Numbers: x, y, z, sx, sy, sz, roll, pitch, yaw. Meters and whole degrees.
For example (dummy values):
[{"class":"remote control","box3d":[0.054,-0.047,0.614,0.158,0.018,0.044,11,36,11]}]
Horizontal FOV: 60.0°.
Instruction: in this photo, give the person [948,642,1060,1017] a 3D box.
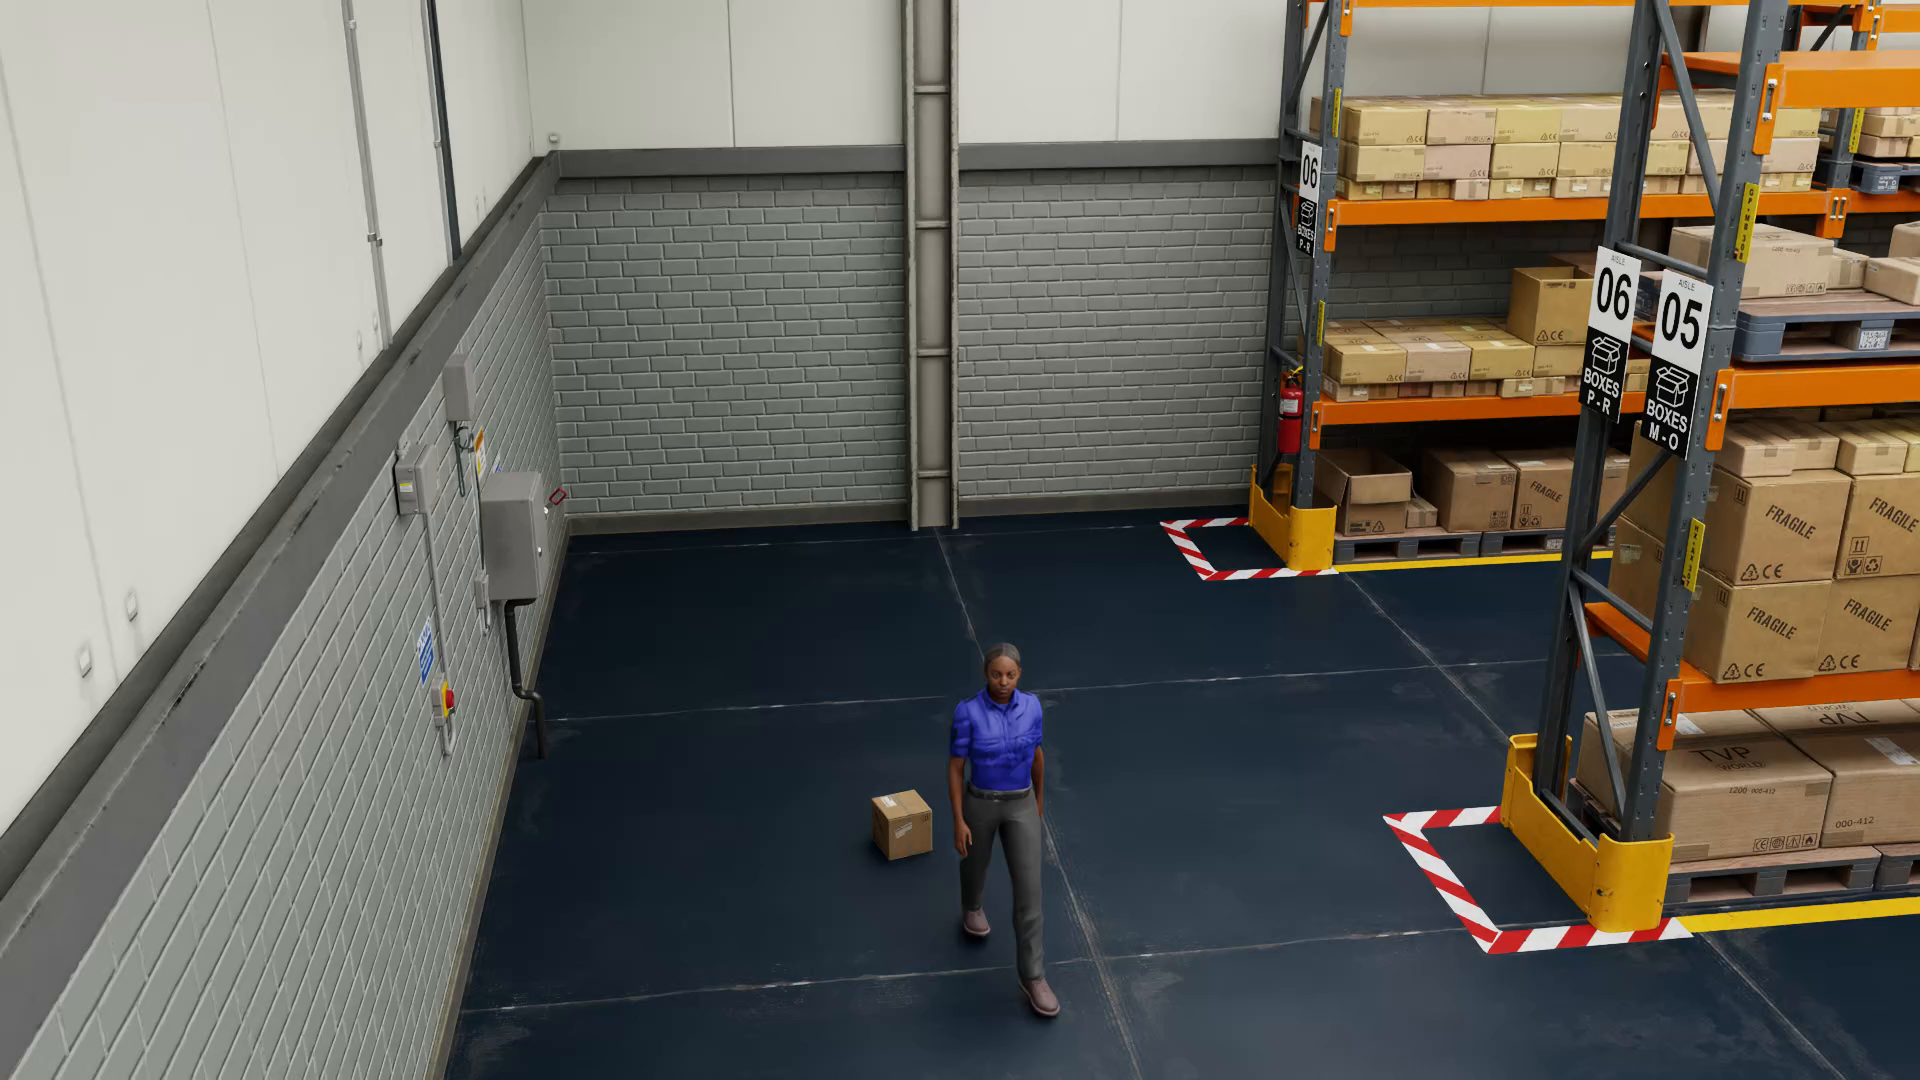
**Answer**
[{"class":"person","box3d":[0.187,1.253,7.631,0.482,1.598,0.964,-3,20,-8]}]
